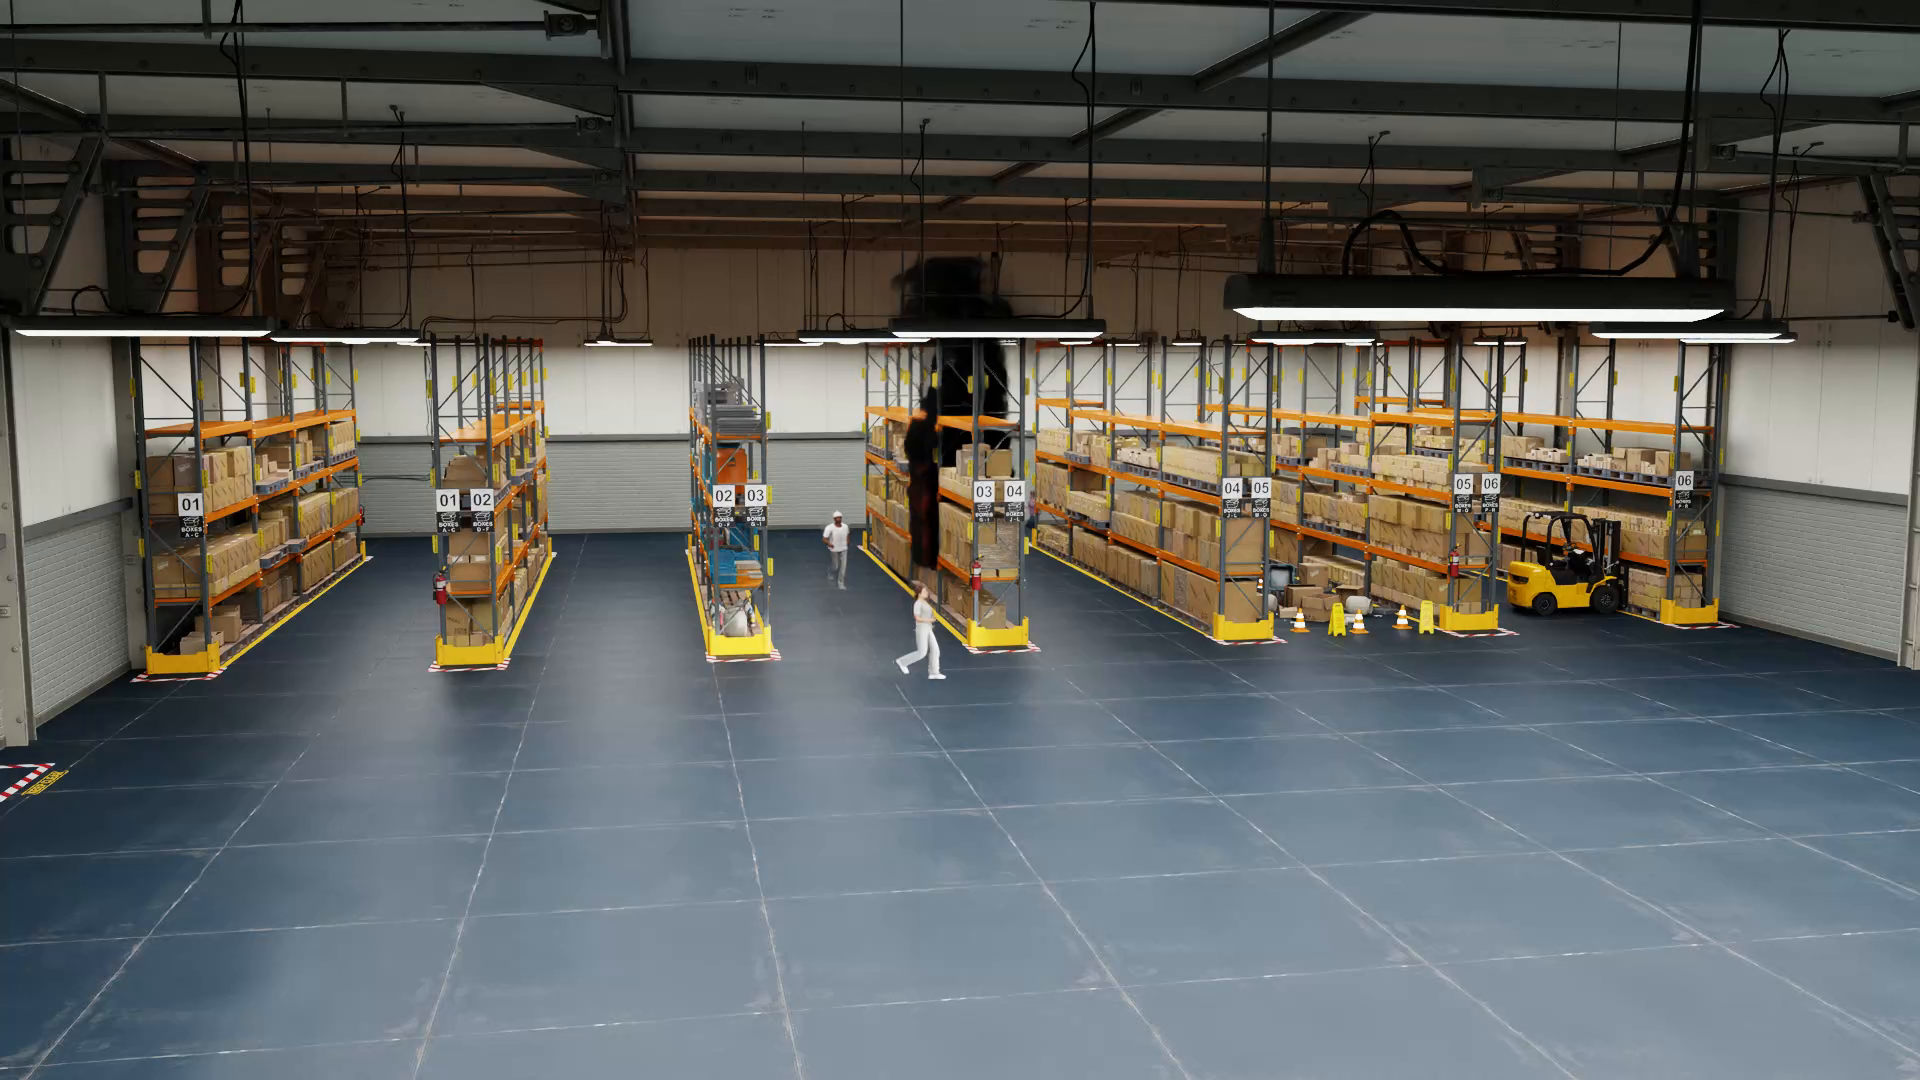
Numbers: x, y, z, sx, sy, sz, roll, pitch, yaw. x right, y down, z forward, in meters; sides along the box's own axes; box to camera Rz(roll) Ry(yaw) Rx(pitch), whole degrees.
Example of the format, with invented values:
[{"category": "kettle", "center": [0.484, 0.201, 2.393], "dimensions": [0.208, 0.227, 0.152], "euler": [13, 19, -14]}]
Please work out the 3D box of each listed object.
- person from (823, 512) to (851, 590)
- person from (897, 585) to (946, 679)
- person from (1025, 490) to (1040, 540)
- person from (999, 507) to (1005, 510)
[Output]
[{"category": "person", "center": [-2.781, 0.231, 37.894], "dimensions": [0.701, 1.762, 0.831], "euler": [-3, 7, -25]}, {"category": "person", "center": [-0.658, 1.598, 28.898], "dimensions": [0.855, 1.640, 0.577], "euler": [2, 7, 17]}, {"category": "person", "center": [2.175, -0.729, 49.750], "dimensions": [0.594, 1.510, 0.553], "euler": [-2, 7, -14]}, {"category": "person", "center": [1.135, -0.539, 47.246], "dimensions": [0.765, 1.708, 0.792], "euler": [-1, 7, -9]}]
